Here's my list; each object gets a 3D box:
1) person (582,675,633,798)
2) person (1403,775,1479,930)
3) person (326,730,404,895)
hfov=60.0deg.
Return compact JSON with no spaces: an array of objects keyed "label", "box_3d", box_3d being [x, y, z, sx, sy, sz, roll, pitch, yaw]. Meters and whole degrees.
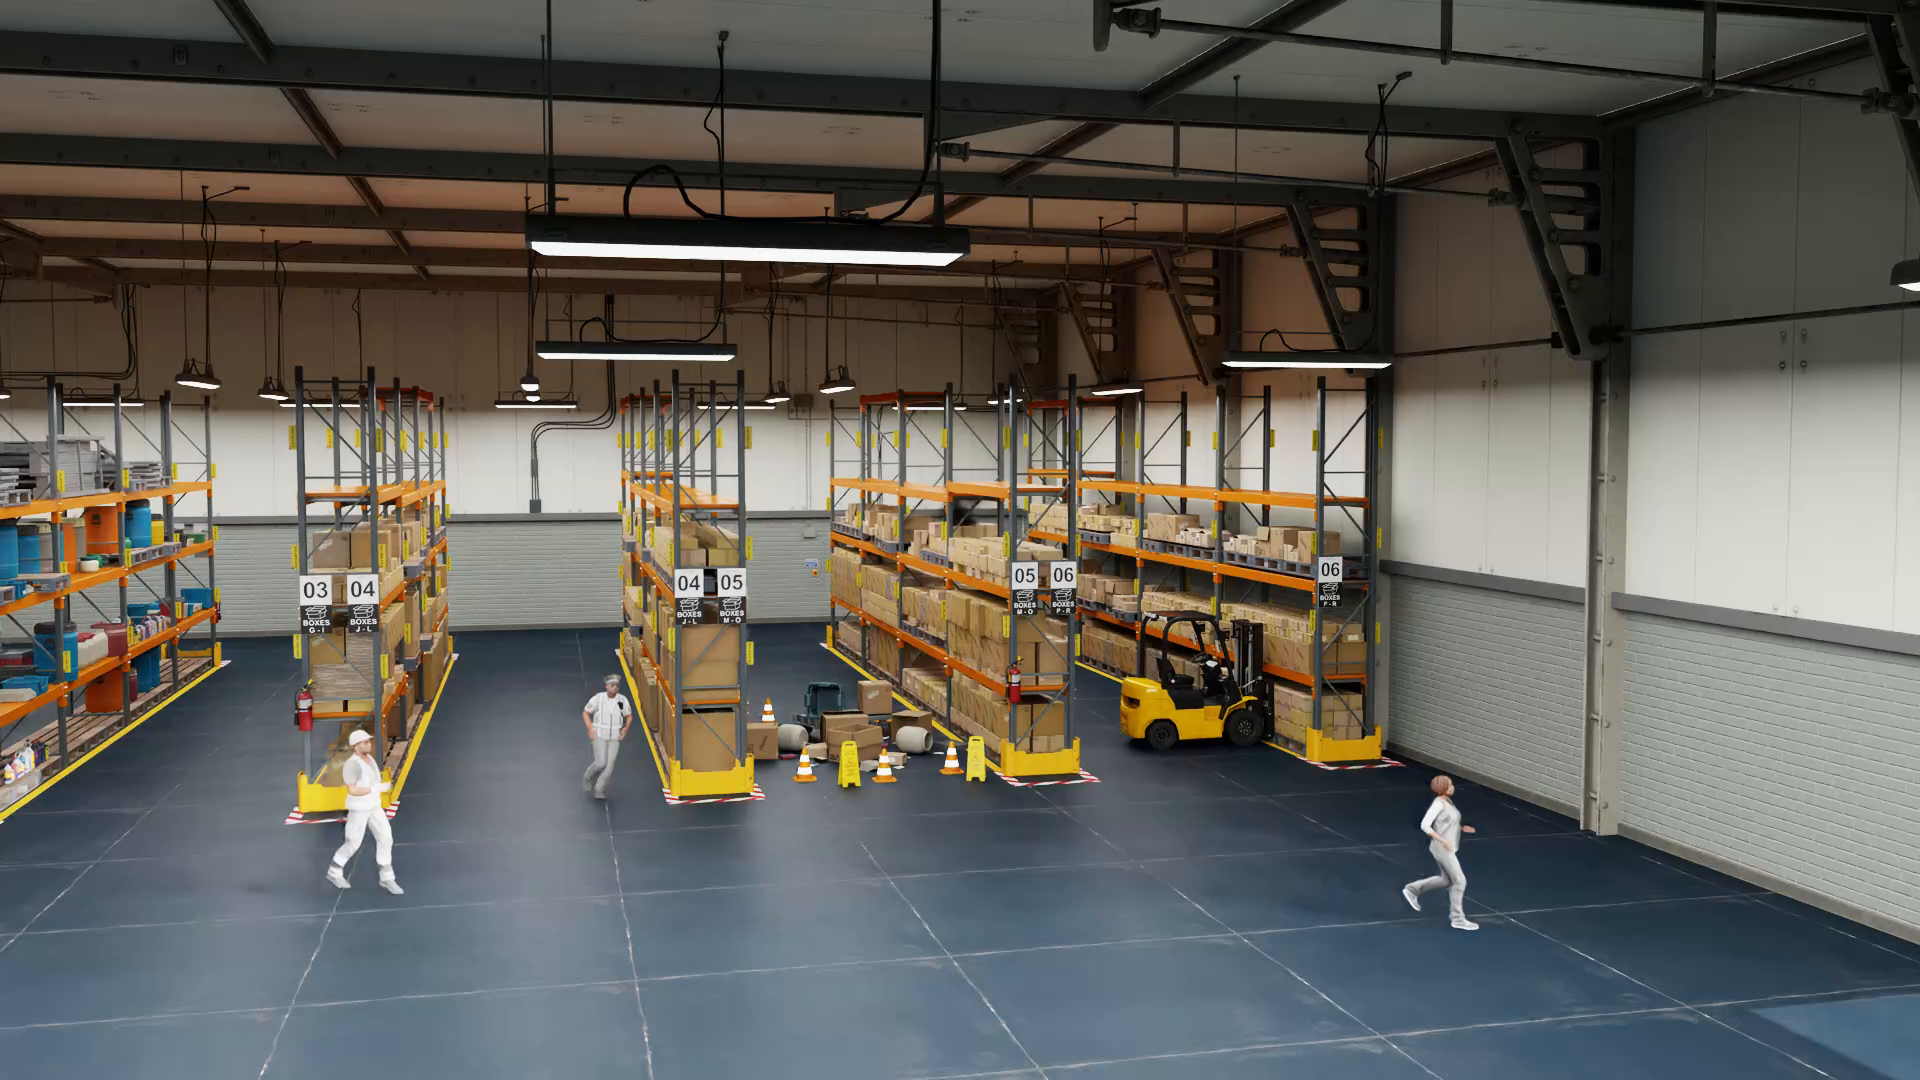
[{"label":"person","box_3d":[-4.930,2.748,23.380,0.692,1.722,0.558,-2,4,-29]},{"label":"person","box_3d":[4.946,3.202,17.111,0.792,1.547,0.548,2,4,26]},{"label":"person","box_3d":[-6.583,2.996,18.306,0.871,1.831,0.651,1,4,15]}]
